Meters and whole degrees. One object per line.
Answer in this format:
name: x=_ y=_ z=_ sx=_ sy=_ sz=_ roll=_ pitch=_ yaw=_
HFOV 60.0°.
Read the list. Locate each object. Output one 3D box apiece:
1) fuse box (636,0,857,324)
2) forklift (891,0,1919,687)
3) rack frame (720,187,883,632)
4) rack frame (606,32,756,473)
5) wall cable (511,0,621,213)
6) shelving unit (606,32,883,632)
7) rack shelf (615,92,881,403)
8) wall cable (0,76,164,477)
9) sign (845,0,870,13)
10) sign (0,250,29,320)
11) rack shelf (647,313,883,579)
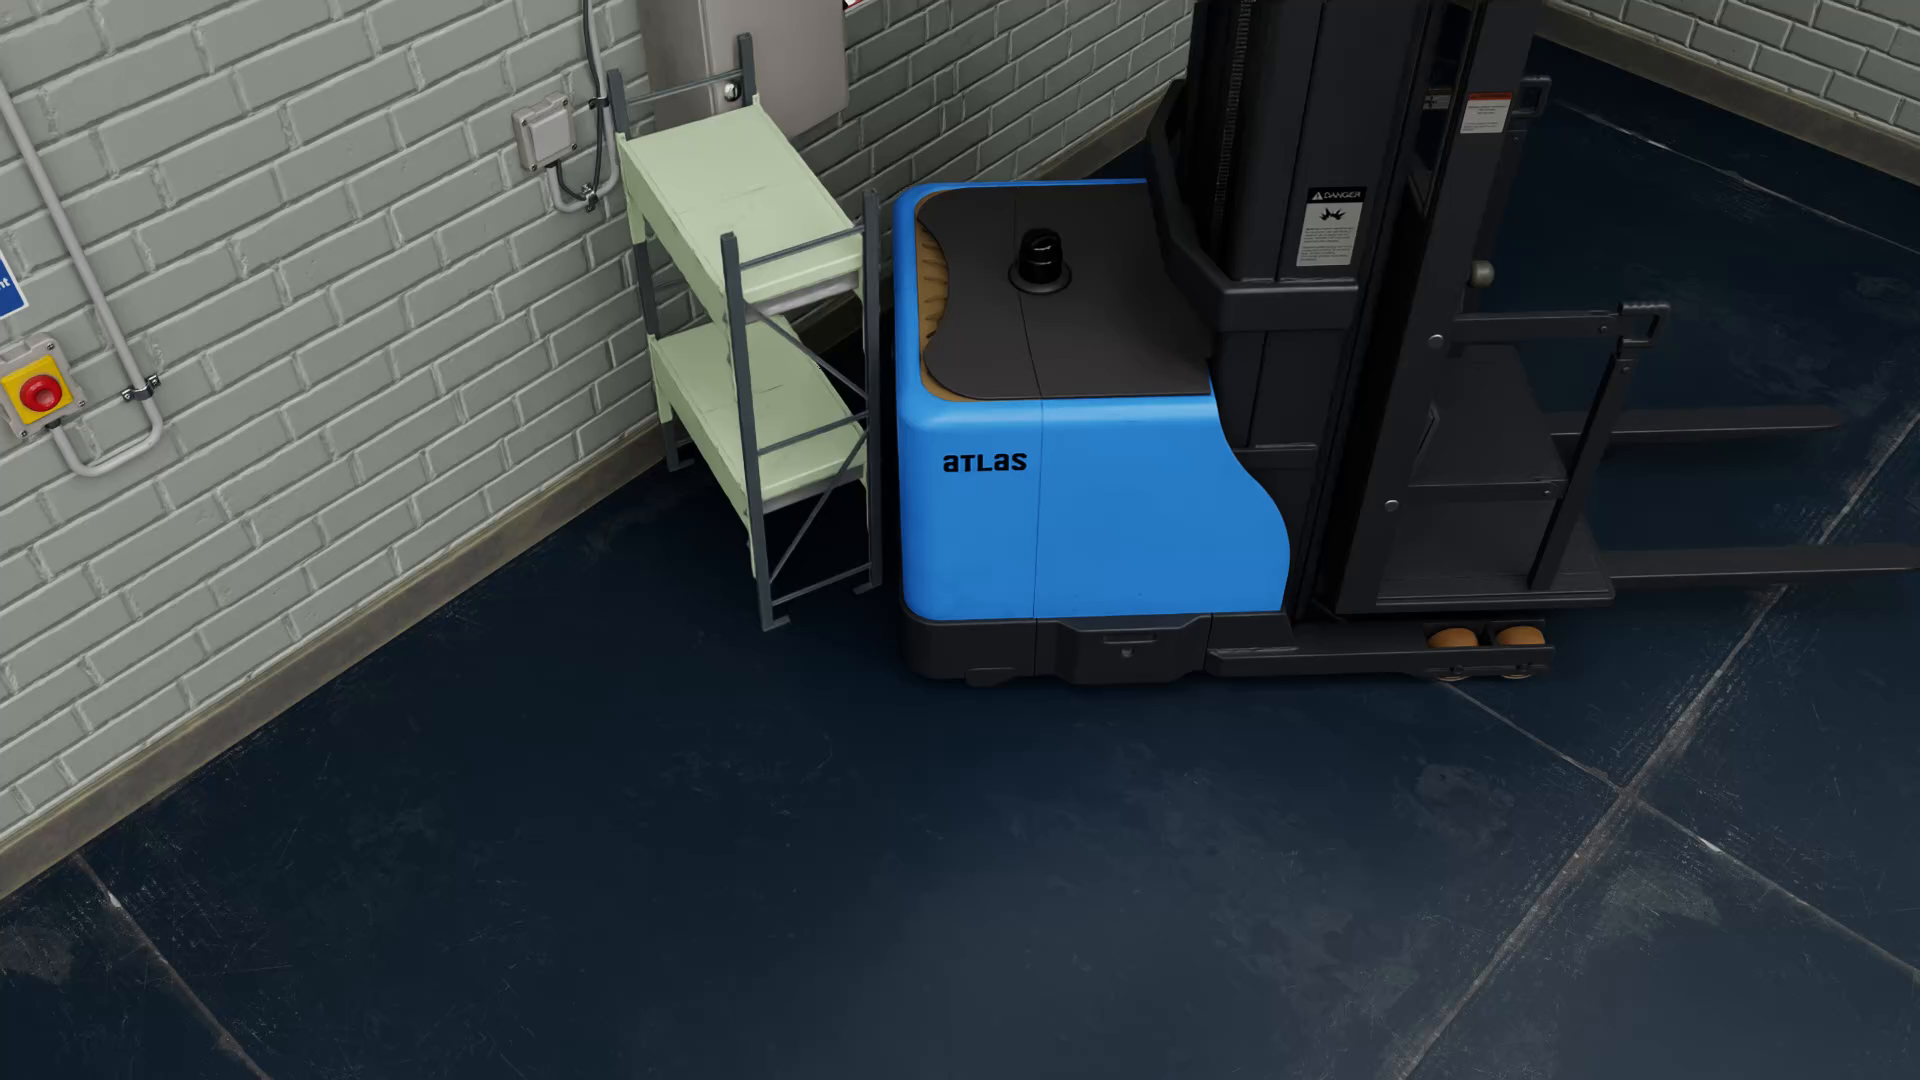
fuse box: x=-0.536 y=-1.014 z=5.029 sx=0.414 sy=1.711 sz=0.539 roll=34 pitch=55 yaw=28
forklift: x=1.326 y=-0.979 z=4.158 sx=3.031 sy=2.935 sz=1.130 roll=-2 pitch=47 yaw=-2
rack frame: x=-0.398 y=-0.285 z=4.489 sx=0.400 sy=1.500 sz=0.023 roll=-22 pitch=54 yaw=-19
rack frame: x=-0.749 y=-0.781 z=4.896 sx=0.400 sy=1.500 sz=0.023 roll=-22 pitch=54 yaw=-19
wall cable: x=-1.115 y=-1.515 z=3.918 sx=0.122 sy=1.984 sz=0.588 roll=34 pitch=55 yaw=28
shelving unit: x=-0.574 y=-0.533 z=4.693 sx=0.431 sy=1.500 sz=0.755 roll=-22 pitch=54 yaw=-19
rack shelf: x=-0.563 y=-0.785 z=4.395 sx=0.431 sy=0.370 sz=0.720 roll=-22 pitch=54 yaw=-19
wall cable: x=-2.068 y=-0.761 z=3.188 sx=0.123 sy=1.953 sz=0.585 roll=34 pitch=55 yaw=28
sign: x=-0.354 y=-1.790 z=4.938 sx=0.001 sy=0.494 sz=0.329 roll=34 pitch=55 yaw=28
sign: x=-2.146 y=-0.499 z=3.476 sx=0.001 sy=0.218 sz=0.327 roll=34 pitch=55 yaw=28
rack shelf: x=-0.583 y=-0.322 z=4.941 sx=0.431 sy=0.370 sz=0.720 roll=-22 pitch=54 yaw=-19
